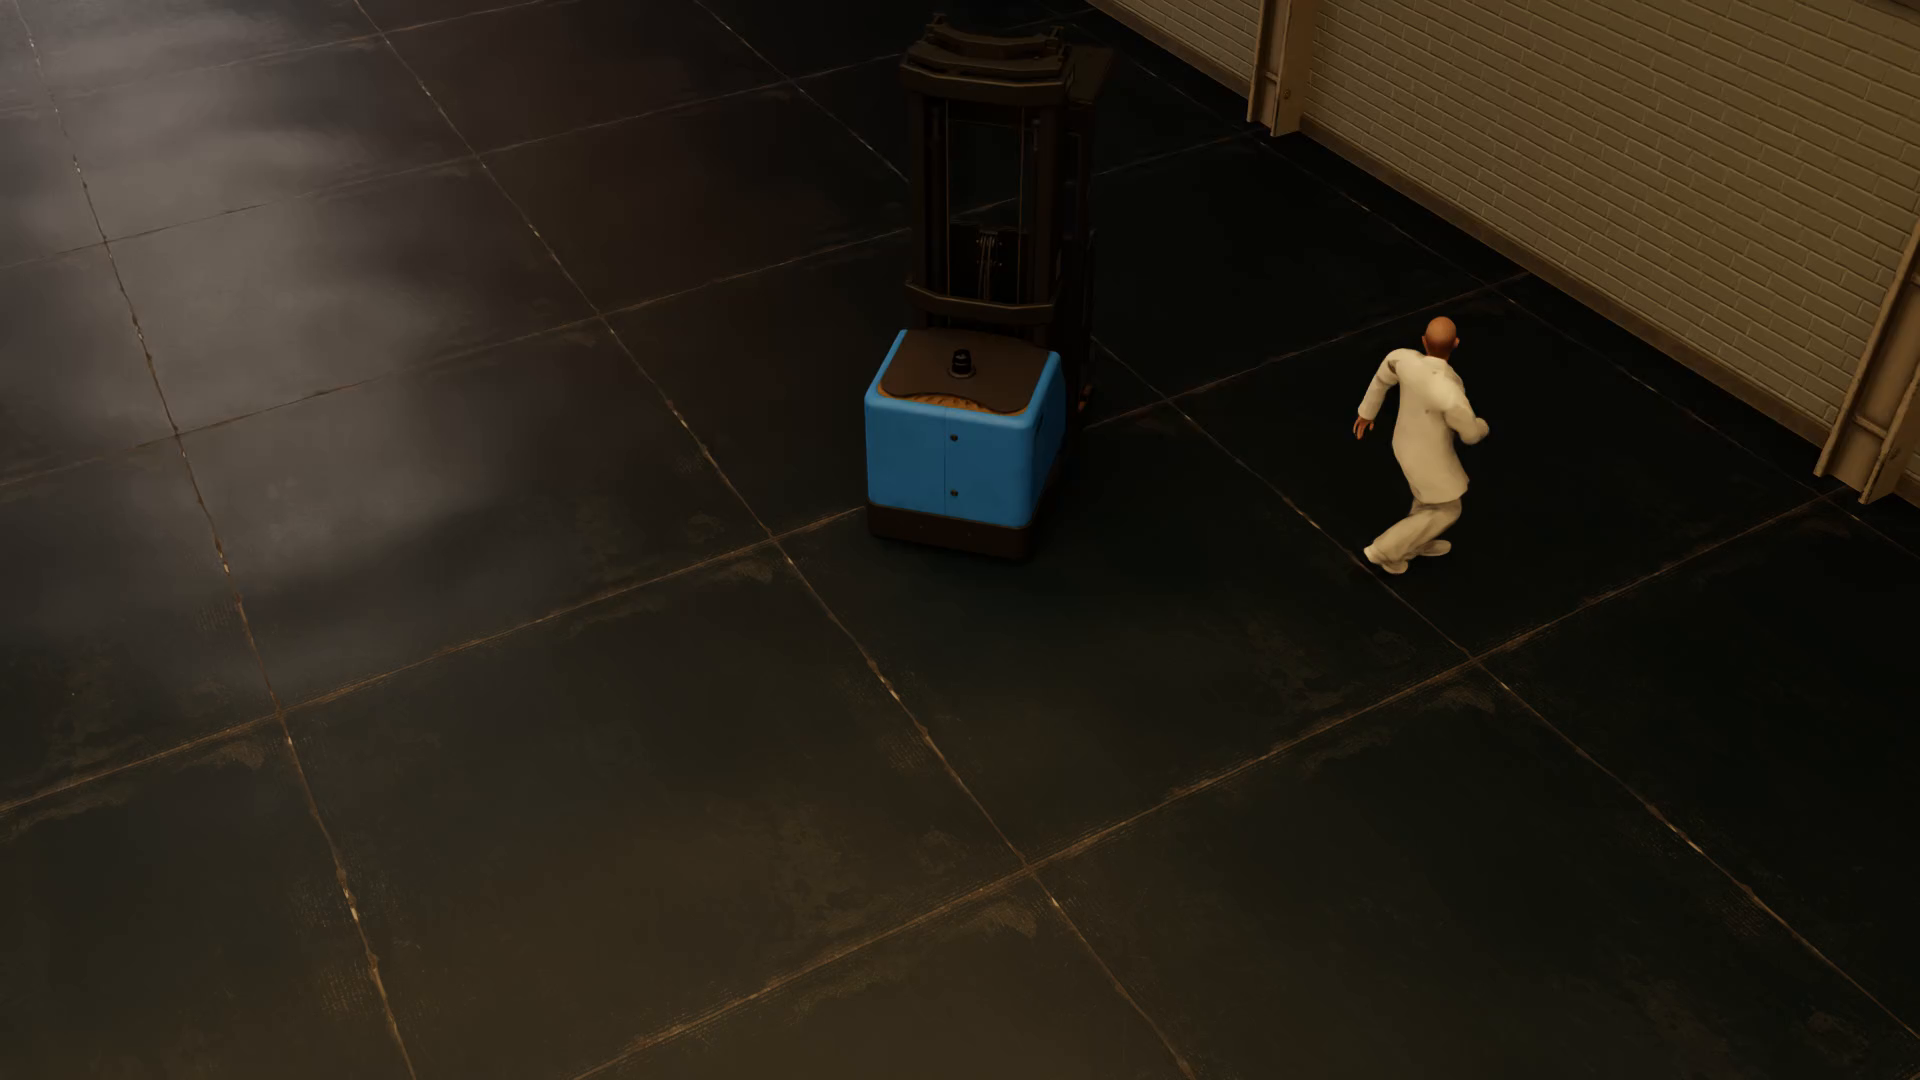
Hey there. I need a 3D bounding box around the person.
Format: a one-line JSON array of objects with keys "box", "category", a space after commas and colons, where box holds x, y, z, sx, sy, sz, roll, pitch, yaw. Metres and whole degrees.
[{"box": [2.696, -0.484, 9.724, 0.688, 1.534, 0.740, -8, 40, -9], "category": "person"}]

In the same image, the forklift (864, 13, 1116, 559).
[{"box": [0.300, -1.961, 10.400, 1.130, 2.935, 3.031, 10, 41, 12], "category": "forklift"}]
